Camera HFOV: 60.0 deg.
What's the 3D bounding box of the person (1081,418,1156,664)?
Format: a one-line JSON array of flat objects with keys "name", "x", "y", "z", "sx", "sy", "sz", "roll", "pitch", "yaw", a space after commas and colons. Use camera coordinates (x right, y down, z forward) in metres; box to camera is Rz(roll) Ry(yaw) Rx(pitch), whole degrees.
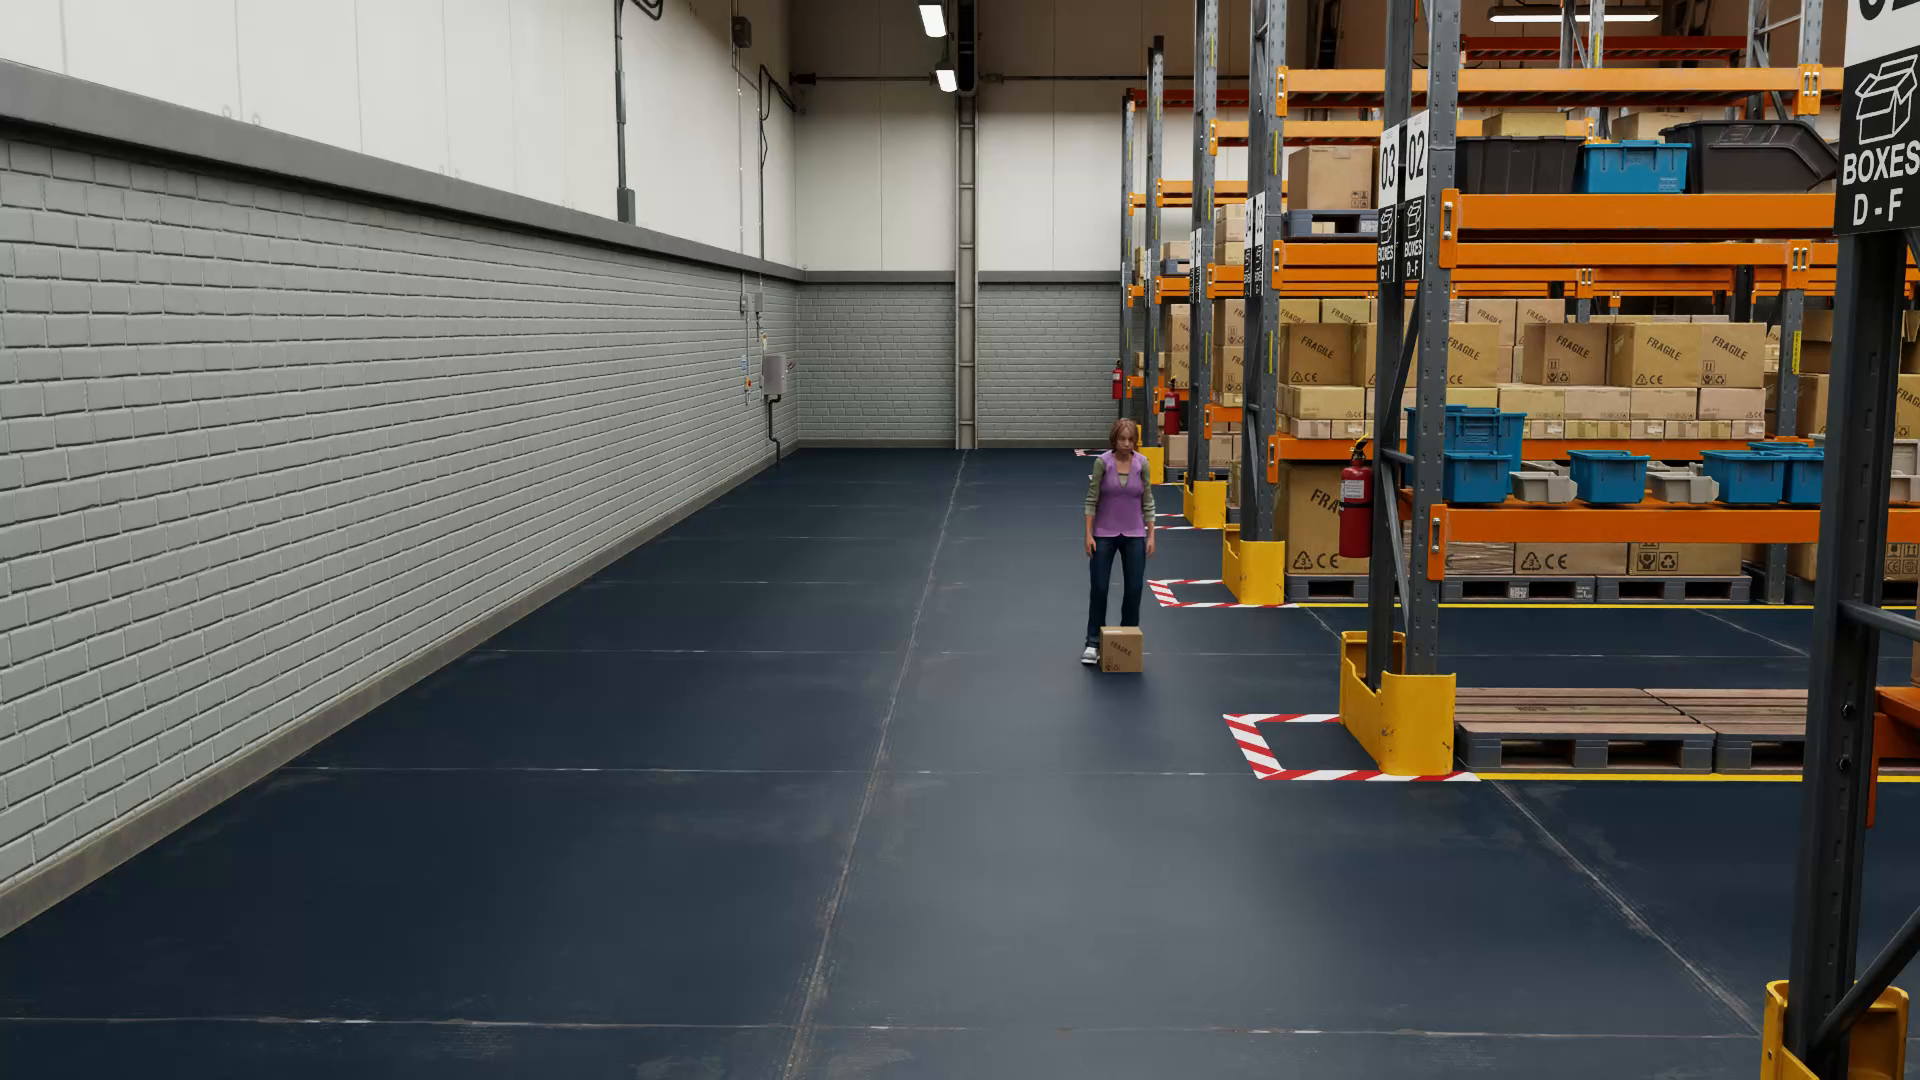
[{"name": "person", "x": 1.030, "y": 0.003, "z": 10.799, "sx": 0.485, "sy": 1.594, "sz": 0.341, "roll": 0, "pitch": 7, "yaw": -2}]
